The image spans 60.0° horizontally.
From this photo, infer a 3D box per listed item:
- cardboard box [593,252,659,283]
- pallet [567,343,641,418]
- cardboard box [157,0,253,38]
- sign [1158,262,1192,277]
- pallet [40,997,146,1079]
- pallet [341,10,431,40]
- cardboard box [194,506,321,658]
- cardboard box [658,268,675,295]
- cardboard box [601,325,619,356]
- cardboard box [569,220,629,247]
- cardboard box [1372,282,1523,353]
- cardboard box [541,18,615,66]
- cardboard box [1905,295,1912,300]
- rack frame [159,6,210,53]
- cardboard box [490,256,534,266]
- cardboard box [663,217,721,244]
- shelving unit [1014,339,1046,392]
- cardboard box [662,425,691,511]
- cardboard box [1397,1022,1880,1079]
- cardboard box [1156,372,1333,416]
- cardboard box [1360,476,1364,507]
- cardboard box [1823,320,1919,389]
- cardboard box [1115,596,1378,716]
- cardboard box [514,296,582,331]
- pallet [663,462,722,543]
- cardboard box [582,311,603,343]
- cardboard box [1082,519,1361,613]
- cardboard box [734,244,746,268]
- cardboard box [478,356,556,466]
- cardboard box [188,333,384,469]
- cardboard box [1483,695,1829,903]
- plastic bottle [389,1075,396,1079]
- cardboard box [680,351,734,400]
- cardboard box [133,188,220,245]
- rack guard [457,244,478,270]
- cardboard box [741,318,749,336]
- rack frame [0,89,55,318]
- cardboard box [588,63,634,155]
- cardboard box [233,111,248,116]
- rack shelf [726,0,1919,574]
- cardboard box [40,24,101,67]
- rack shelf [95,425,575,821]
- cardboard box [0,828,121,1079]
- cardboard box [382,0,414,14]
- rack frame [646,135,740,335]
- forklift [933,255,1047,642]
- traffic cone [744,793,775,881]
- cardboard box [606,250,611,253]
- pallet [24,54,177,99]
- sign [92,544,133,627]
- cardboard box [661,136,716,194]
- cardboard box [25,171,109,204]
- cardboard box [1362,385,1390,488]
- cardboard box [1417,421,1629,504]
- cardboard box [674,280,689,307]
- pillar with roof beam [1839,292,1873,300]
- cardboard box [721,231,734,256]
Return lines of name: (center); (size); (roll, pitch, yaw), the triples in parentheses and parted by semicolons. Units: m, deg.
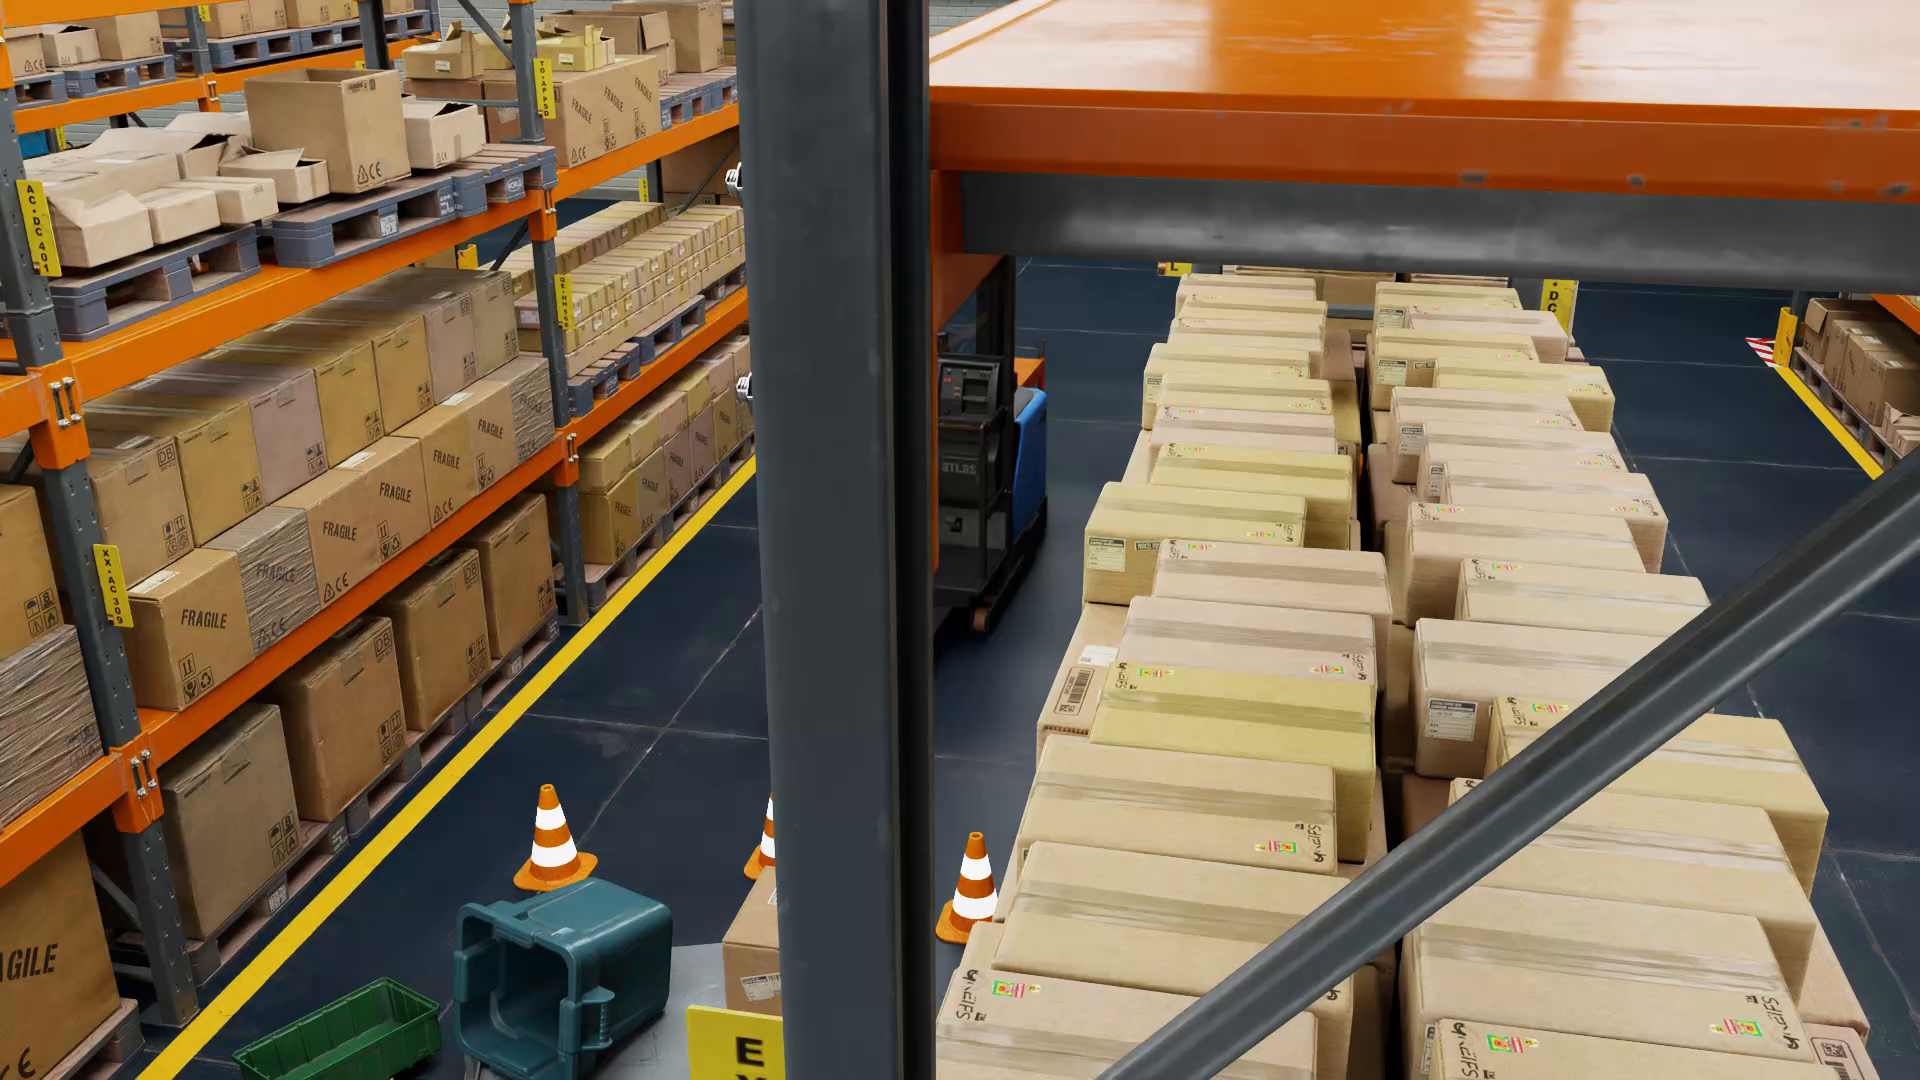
cardboard box: (-2.309, -1.885, 11.497); (0.380, 0.149, 0.250); (5, 23, 13)
pallet: (-2.818, -1.076, 10.766); (1.213, 0.211, 1.003); (4, 22, 11)
cardboard box: (-6.778, -4.743, 14.771); (0.700, 0.500, 0.500); (3, 22, 8)
sign: (0.647, -0.947, 4.956); (0.100, 0.325, 0.005); (4, 22, 11)
pallet: (-3.908, 2.133, 6.275); (1.003, 0.211, 1.213); (4, 22, 11)
pallet: (-6.203, -5.315, 17.138); (1.003, 0.211, 1.213); (4, 22, 11)
cardboard box: (-3.203, 0.164, 7.297); (0.500, 0.500, 0.500); (5, 22, 11)
cardboard box: (-2.252, -1.844, 11.792); (0.380, 0.149, 0.250); (5, 23, 13)
cardboard box: (-2.461, -1.319, 10.888); (0.380, 0.149, 0.250); (6, 23, 14)
cardboard box: (-2.733, -2.317, 12.569); (0.380, 0.149, 0.250); (4, 22, 10)
cardboard box: (1.340, -0.605, 4.594); (0.380, 0.149, 0.250); (5, 22, 12)
cardboard box: (-2.389, -3.100, 10.363); (0.396, 0.266, 0.258); (4, 22, 11)
cardboard box: (7.642, -1.948, 13.012); (0.380, 0.149, 0.250); (5, 22, 12)
rack frame: (-6.878, -5.556, 13.605); (1.000, 3.000, 0.127); (4, 22, 11)
cardboard box: (-2.996, -1.837, 11.378); (0.380, 0.149, 0.250); (4, 22, 11)
cardboard box: (-2.043, -2.359, 12.672); (0.380, 0.149, 0.250); (4, 22, 9)
shelving unit: (0.265, -0.843, 12.440); (0.538, 1.125, 1.048); (6, 23, 14)
cardboard box: (-2.266, -0.543, 11.969); (0.500, 0.500, 0.500); (4, 22, 10)
cardboard box: (0.738, 0.747, 1.771); (0.500, 0.250, 0.500); (4, 22, 10)
cardboard box: (0.639, -0.265, 3.750); (0.380, 0.149, 0.250); (4, 22, 9)
cardboard box: (1.287, -0.143, 4.515); (0.380, 0.149, 0.250); (5, 22, 12)
cardboard box: (8.069, -1.613, 14.628); (0.700, 0.500, 0.500); (5, 23, 13)
cardboard box: (0.438, 0.216, 2.557); (0.380, 0.149, 0.250); (4, 22, 11)
cardboard box: (-2.575, -1.406, 10.307); (0.380, 0.149, 0.250); (4, 22, 11)
pallet: (-2.448, -0.333, 12.397); (1.003, 0.211, 1.213); (4, 22, 11)
cardboard box: (-2.511, -1.373, 10.623); (0.380, 0.149, 0.250); (6, 23, 13)
cardboard box: (0.521, 0.144, 3.268); (0.500, 0.250, 0.500); (5, 22, 11)
cardboard box: (-1.931, -2.277, 13.265); (0.380, 0.149, 0.250); (4, 22, 10)
cardboard box: (-2.689, -0.757, 9.584); (0.500, 0.500, 0.500); (4, 22, 11)
cardboard box: (-3.269, -0.683, 8.061); (0.700, 0.500, 0.500); (4, 22, 10)
cardboard box: (0.918, 0.345, 2.236); (0.380, 0.149, 0.250); (4, 22, 11)
plastic bottle: (-2.255, 2.146, 6.443); (0.133, 0.061, 0.283); (-7, 23, -17)
cardboard box: (-2.066, -1.263, 12.755); (0.500, 0.250, 0.500); (6, 23, 13)
cardboard box: (-3.221, -1.309, 6.714); (0.250, 0.149, 0.380); (4, 22, 11)
rack guard: (-6.057, -3.086, 18.847); (1.175, 0.500, 0.348); (4, 22, 11)
cardboard box: (-2.039, -1.934, 15.098); (0.380, 0.149, 0.250); (5, 23, 13)
rack frame: (-3.676, -2.216, 5.309); (1.000, 3.000, 0.127); (4, 22, 11)
cardboard box: (-2.388, -2.705, 10.407); (0.500, 0.500, 0.500); (4, 22, 11)
cardboard box: (-3.325, -2.028, 8.362); (0.500, 0.250, 0.500); (5, 22, 12)
rack shelf: (0.783, -0.809, 2.783); (1.077, 0.370, 4.000); (4, 22, 11)
cardboard box: (-7.190, -3.924, 13.124); (0.500, 0.311, 0.500); (4, 22, 9)
rack shelf: (-3.268, 0.169, 8.381); (1.077, 0.370, 4.000); (4, 22, 11)
cardboard box: (-3.873, 1.583, 6.191); (0.875, 0.875, 0.875); (5, 22, 12)
cardboard box: (-6.116, -5.721, 17.199); (0.700, 0.500, 0.500); (3, 22, 8)
rack frame: (-2.043, -2.359, 13.695); (1.000, 3.000, 0.127); (4, 22, 11)
forklift: (-0.264, -0.939, 10.262); (1.130, 2.935, 3.031); (6, 23, 14)
traffic cone: (-0.847, 1.342, 7.903); (0.336, 0.463, 0.334); (4, 22, 11)
cardboard box: (-2.783, -2.083, 12.385); (0.380, 0.149, 0.250); (5, 23, 13)
pallet: (-7.017, -3.737, 13.359); (0.805, 0.209, 1.217); (4, 22, 9)
sign: (-3.132, 0.171, 6.150); (0.100, 0.325, 0.005); (4, 22, 11)
cardboard box: (-2.212, -3.199, 13.912); (0.500, 0.500, 0.500); (4, 22, 9)
cardboard box: (-3.688, -1.266, 6.472); (0.500, 0.250, 0.500); (5, 22, 11)
cardboard box: (1.262, -0.185, 4.086); (0.500, 0.250, 0.500); (4, 22, 10)
cardboard box: (1.141, -0.125, 3.403); (0.380, 0.149, 0.250); (5, 22, 12)
cardboard box: (-2.193, -1.800, 12.082); (0.380, 0.149, 0.250); (5, 23, 13)
pillar with roof beam: (5.717, -7.132, 17.518); (9.100, 9.000, 0.400); (4, 22, 11)
cardboard box: (-1.984, -2.318, 12.970); (0.380, 0.149, 0.250); (5, 22, 11)
